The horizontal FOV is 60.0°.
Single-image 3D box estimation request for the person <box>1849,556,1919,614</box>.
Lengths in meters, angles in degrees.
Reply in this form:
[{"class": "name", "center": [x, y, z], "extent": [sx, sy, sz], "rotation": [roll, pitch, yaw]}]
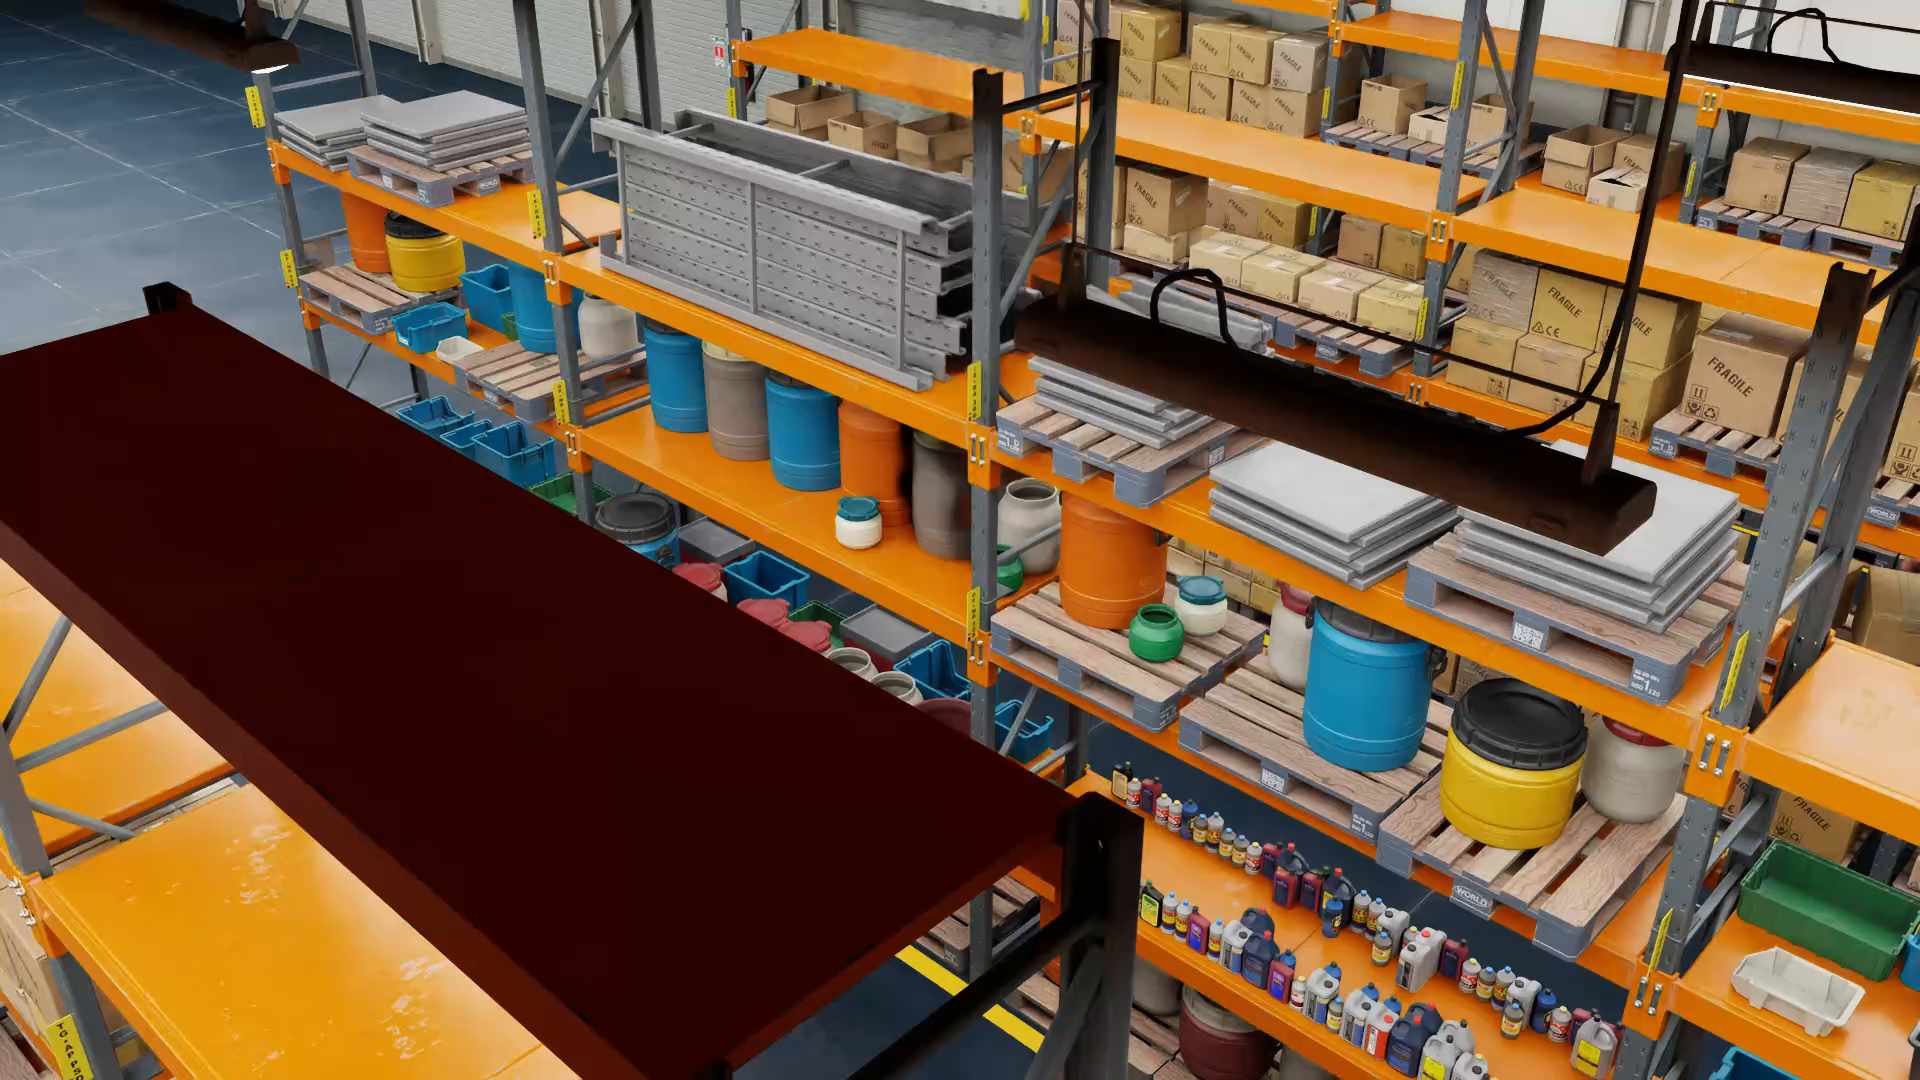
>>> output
[{"class": "person", "center": [7.238, 0.885, 12.934], "extent": [0.781, 1.784, 0.638], "rotation": [20, 35, 31]}]
